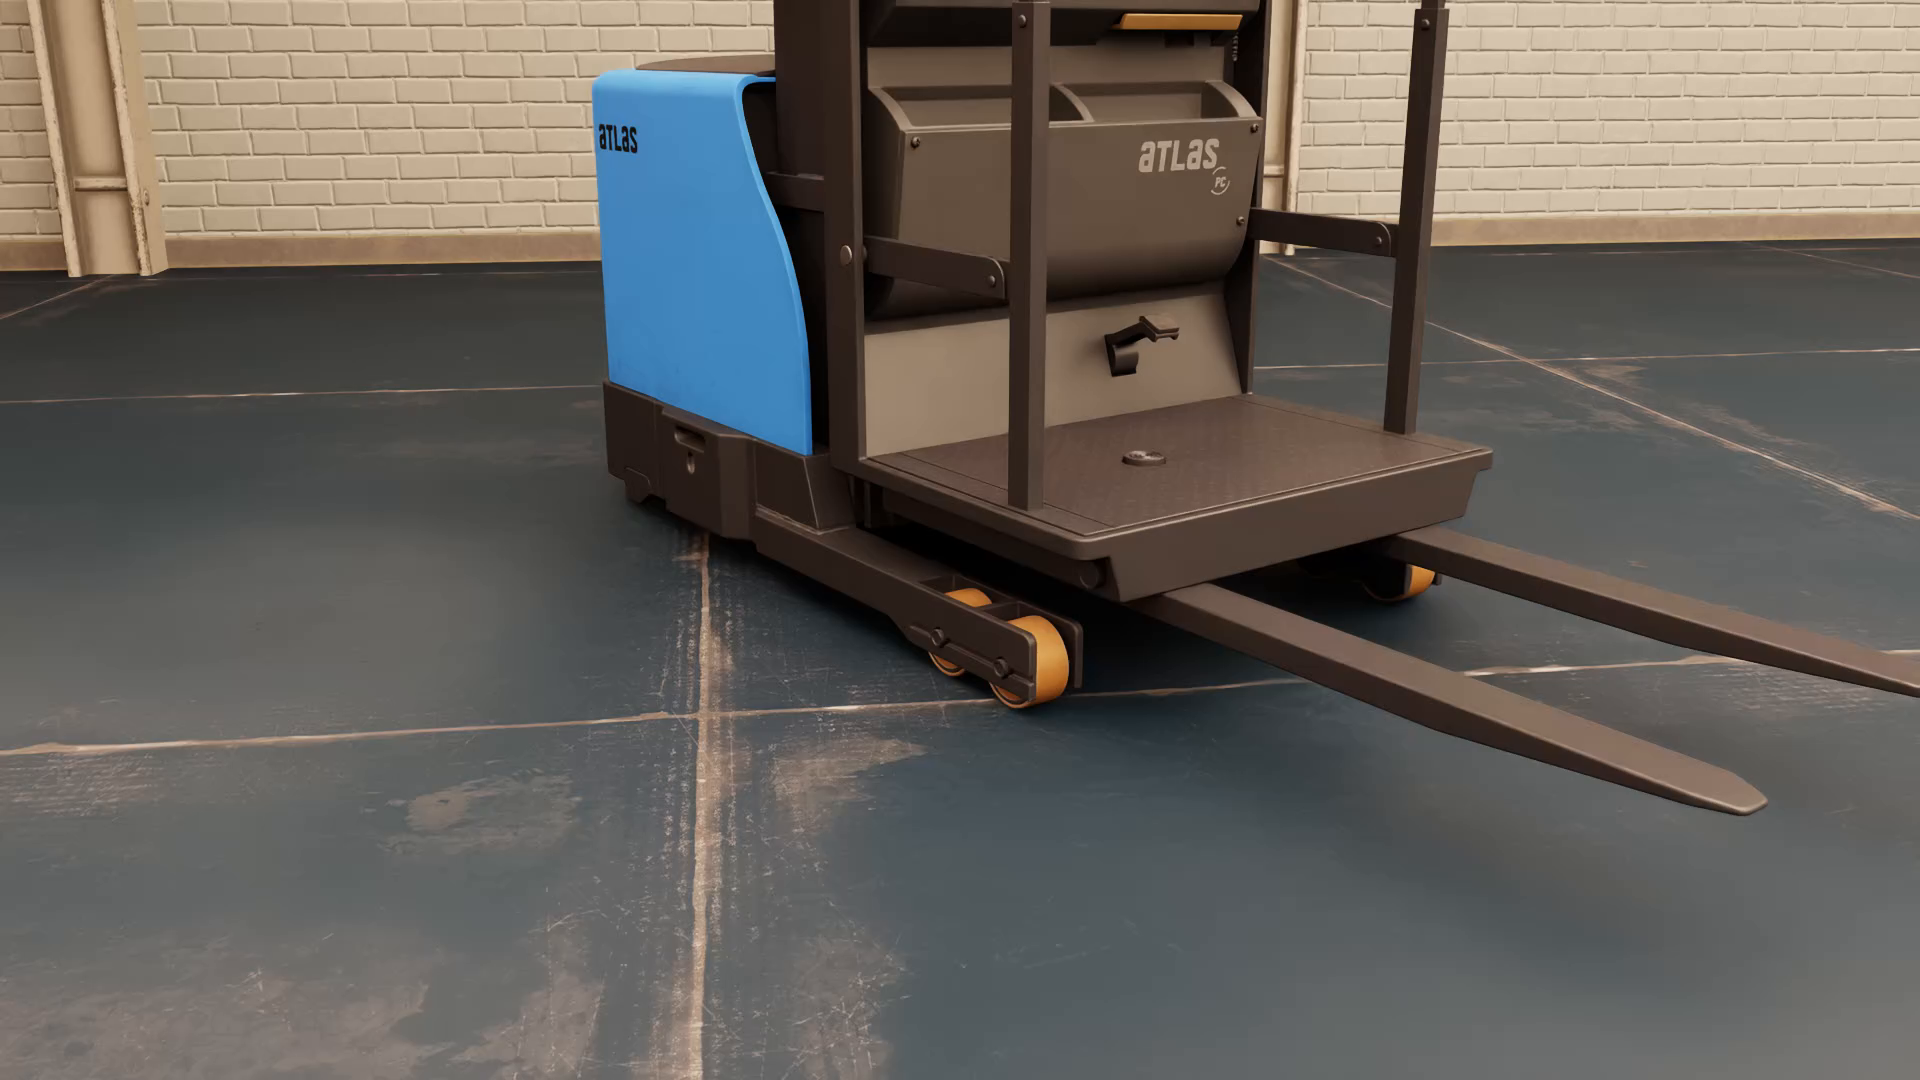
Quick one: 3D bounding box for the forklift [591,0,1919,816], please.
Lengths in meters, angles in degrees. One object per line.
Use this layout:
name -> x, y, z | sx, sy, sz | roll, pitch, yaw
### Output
forklift -> 0.358, -1.261, 3.070 | 1.130, 2.935, 3.031 | -12, 20, -34
